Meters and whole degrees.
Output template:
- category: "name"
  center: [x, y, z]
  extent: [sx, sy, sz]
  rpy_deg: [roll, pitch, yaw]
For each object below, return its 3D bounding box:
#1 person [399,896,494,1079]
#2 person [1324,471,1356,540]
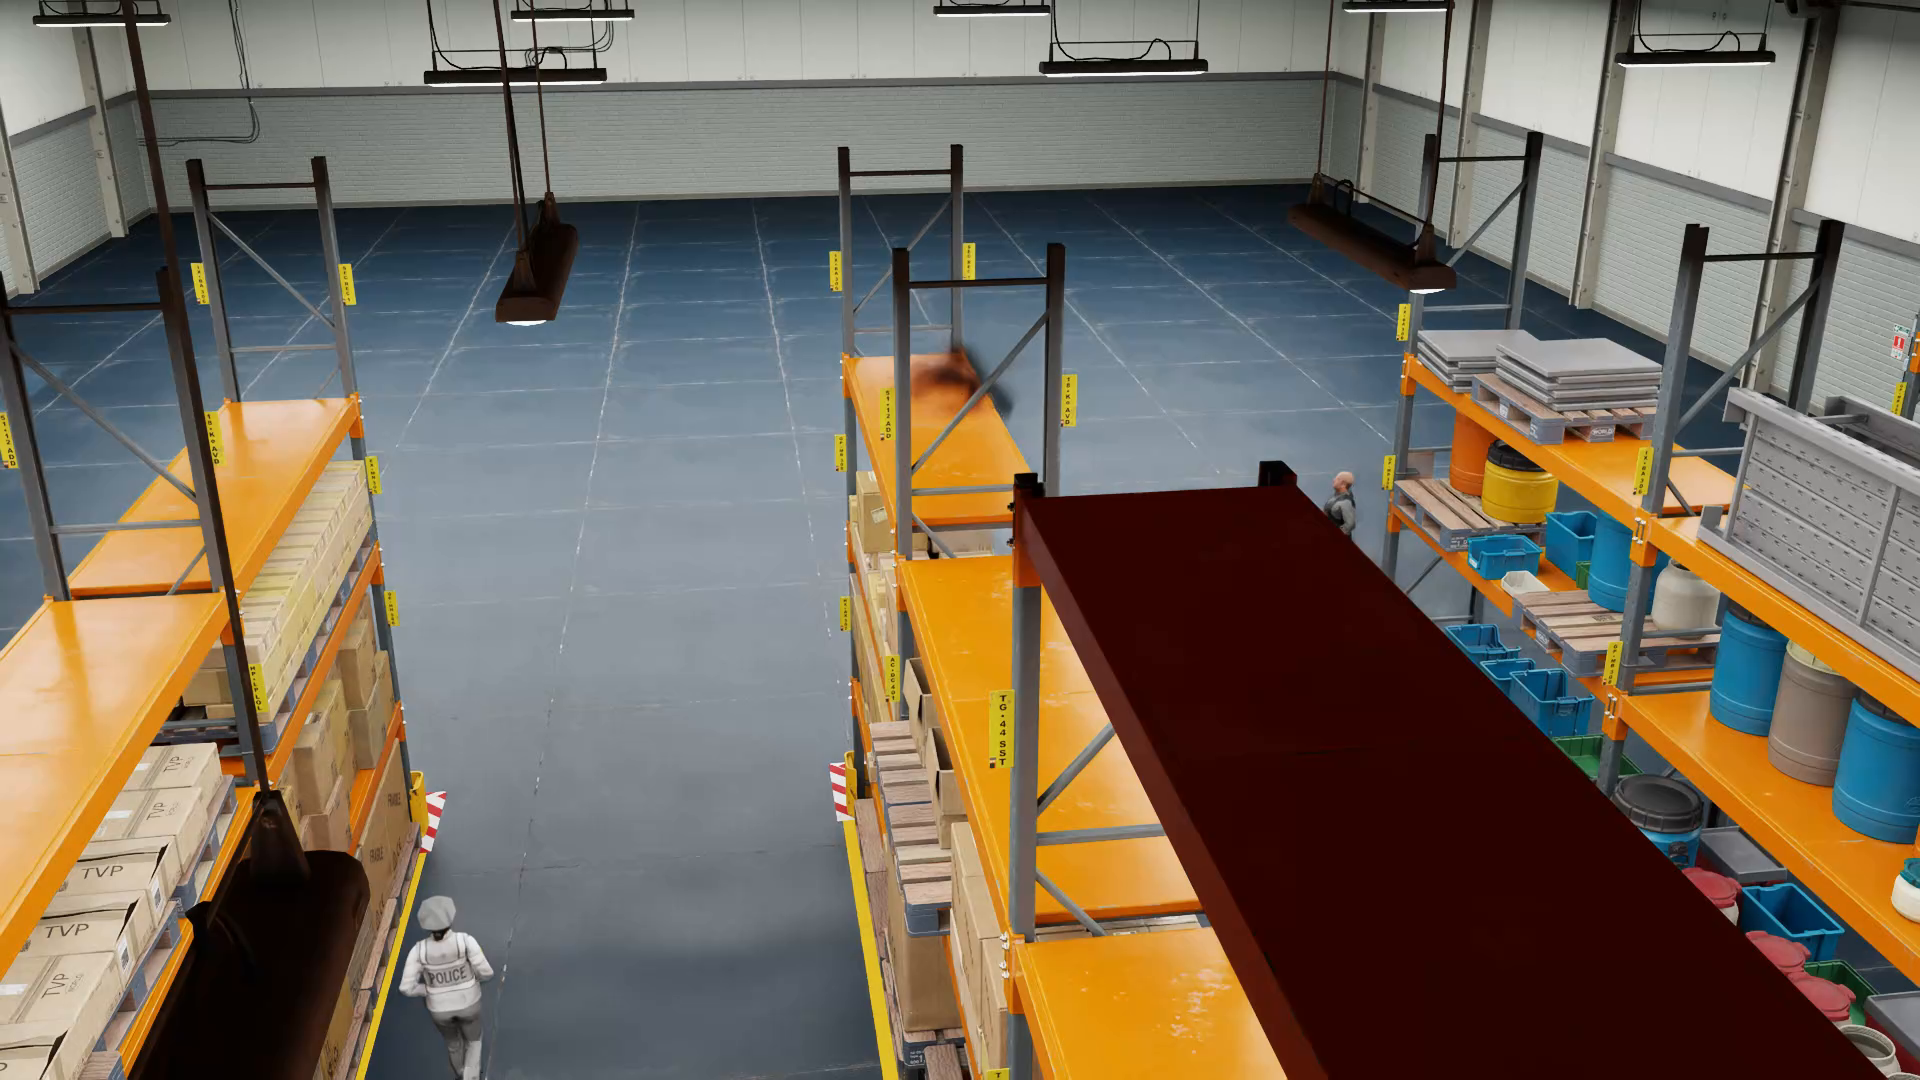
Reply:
- category: "person"
  center: [-3.466, 3.186, 11.323]
  extent: [0.611, 1.670, 0.720]
  rpy_deg: [-6, 22, -14]
- category: "person"
  center: [4.409, 0.008, 19.343]
  extent: [0.765, 1.690, 0.658]
  rpy_deg: [5, 22, 12]
